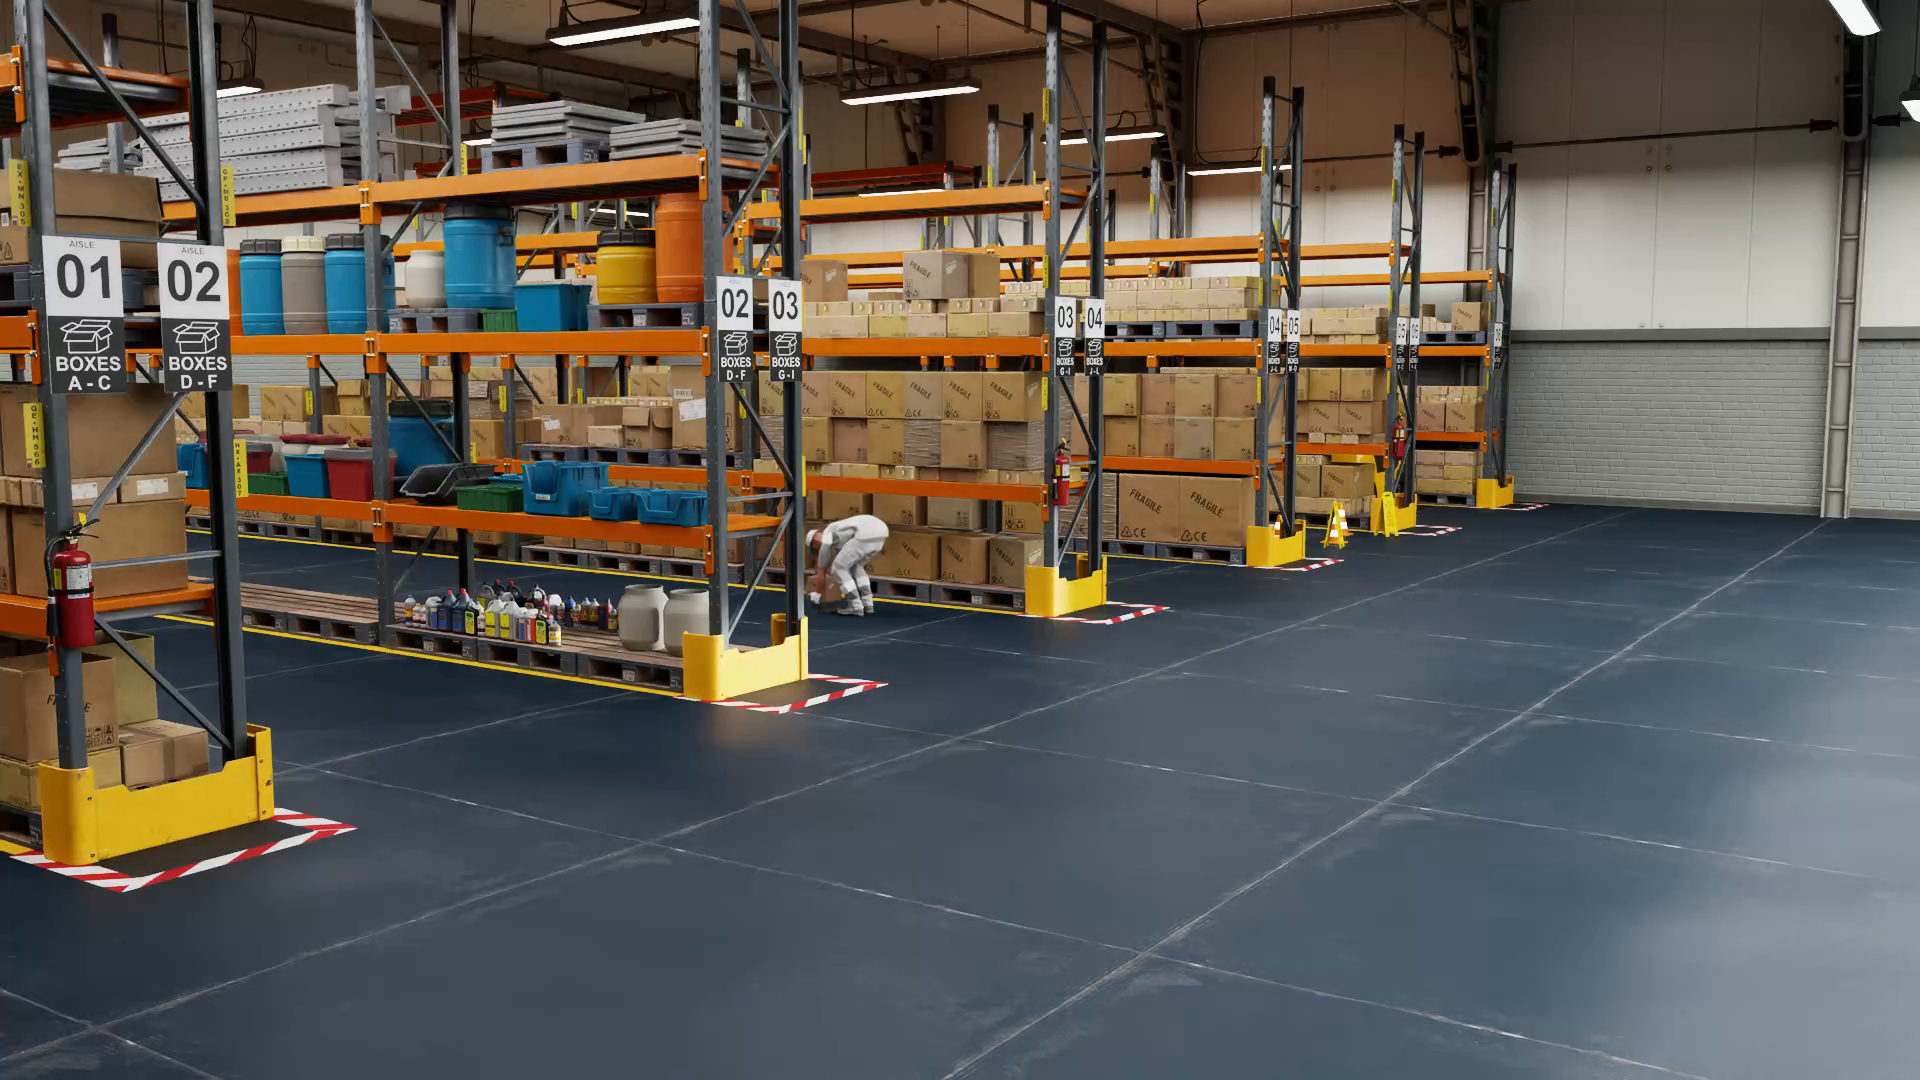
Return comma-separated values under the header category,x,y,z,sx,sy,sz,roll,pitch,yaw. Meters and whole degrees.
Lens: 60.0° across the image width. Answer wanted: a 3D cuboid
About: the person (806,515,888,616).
category,x,y,z,sx,sy,sz,roll,pitch,yaw
person,-1.186,0.239,16.980,0.952,1.010,0.522,4,7,31
